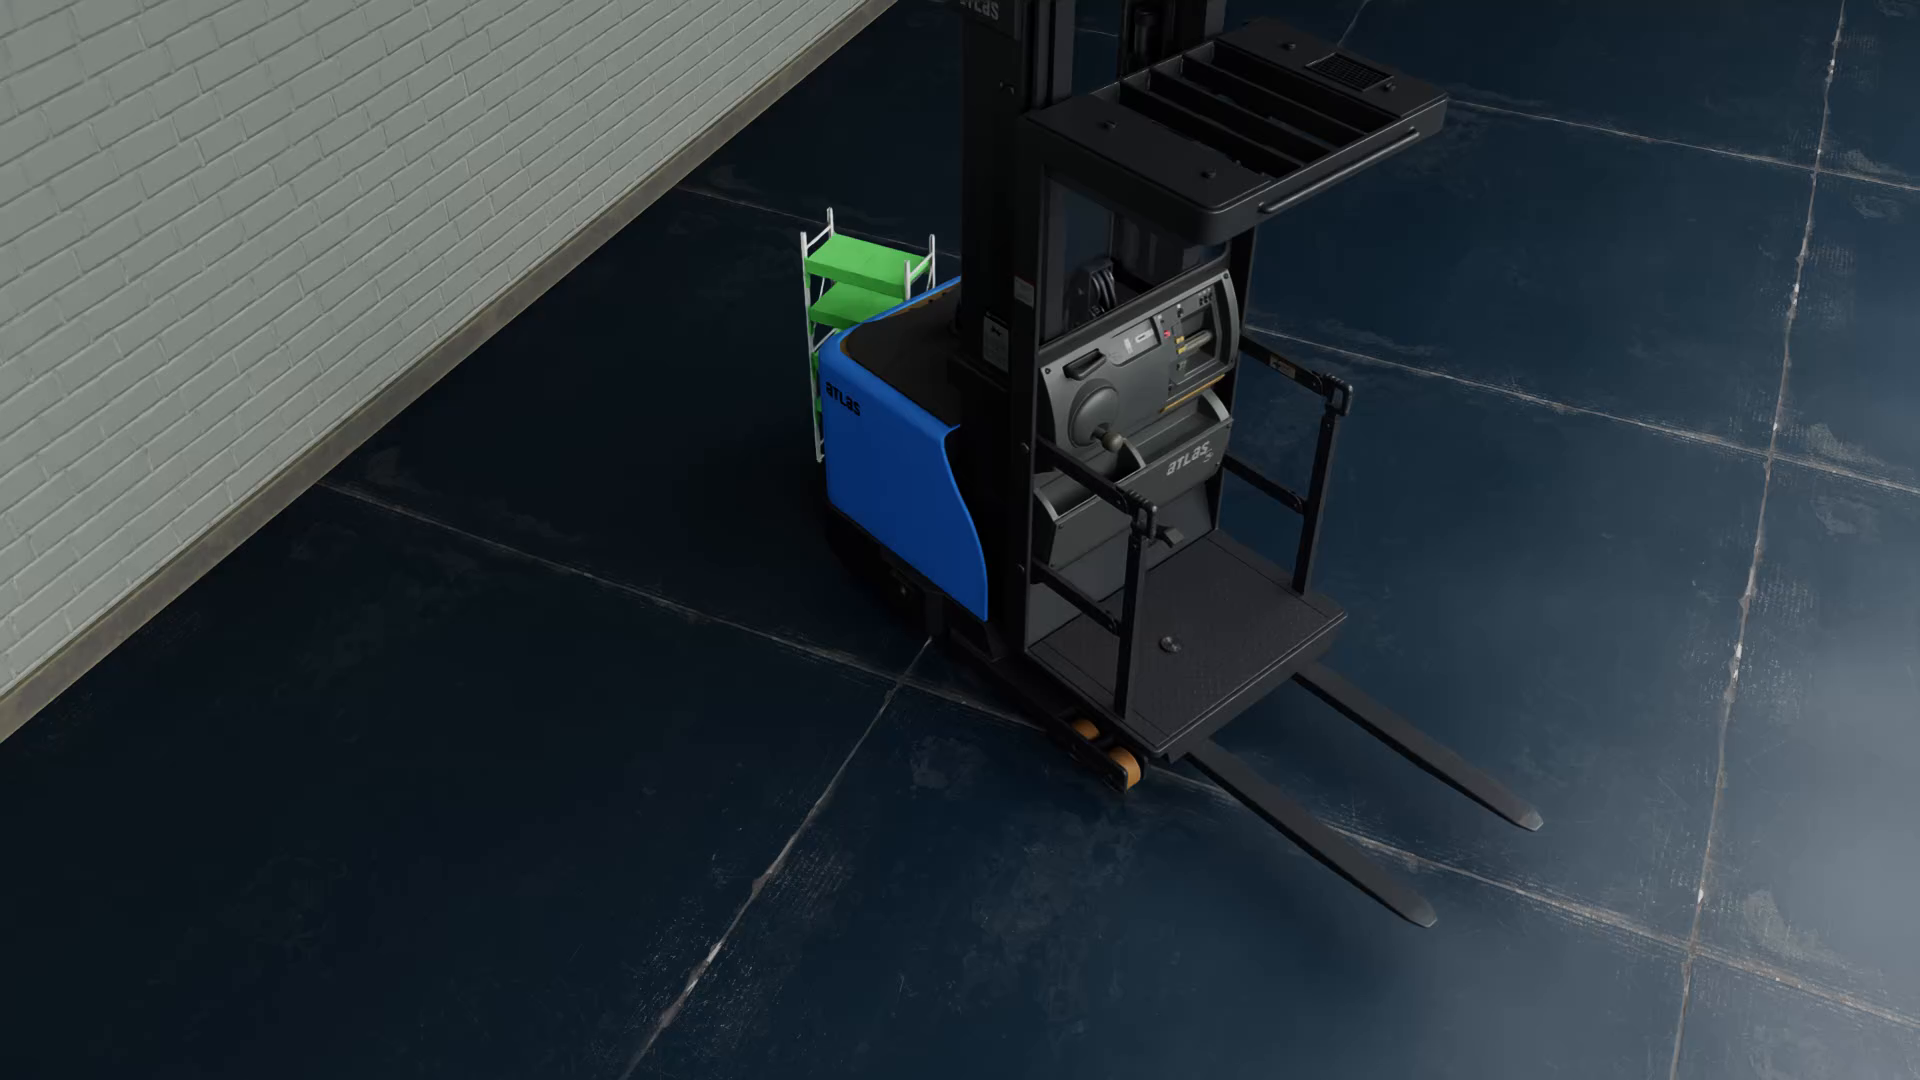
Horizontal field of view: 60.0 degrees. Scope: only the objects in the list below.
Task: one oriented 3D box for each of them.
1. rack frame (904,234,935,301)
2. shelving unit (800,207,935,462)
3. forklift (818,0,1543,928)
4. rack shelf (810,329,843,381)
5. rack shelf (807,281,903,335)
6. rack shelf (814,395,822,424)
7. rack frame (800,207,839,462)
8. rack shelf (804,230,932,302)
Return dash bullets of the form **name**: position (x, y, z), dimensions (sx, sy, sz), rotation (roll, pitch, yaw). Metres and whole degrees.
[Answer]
- **rack frame**: position (-0.166, -0.740, 7.188), dimensions (0.015, 1.200, 0.240), rotation (18, 44, 20)
- **shelving unit**: position (-0.384, -0.812, 7.271), dimensions (0.503, 1.200, 0.258), rotation (18, 44, 20)
- **forklift**: position (0.778, -0.555, 5.653), dimensions (1.130, 2.935, 3.031), rotation (-30, 49, -30)
- **rack shelf**: position (-0.384, -0.764, 7.313), dimensions (0.480, 0.148, 0.258), rotation (18, 44, 20)
- **rack shelf**: position (-0.384, -0.945, 7.156), dimensions (0.480, 0.148, 0.258), rotation (18, 44, 20)
- **rack shelf**: position (-0.384, -0.583, 7.470), dimensions (0.480, 0.148, 0.258), rotation (18, 44, 20)
- **rack frame**: position (-0.601, -0.884, 7.354), dimensions (0.015, 1.200, 0.240), rotation (18, 44, 20)
- **rack shelf**: position (-0.384, -1.127, 6.998), dimensions (0.480, 0.148, 0.258), rotation (18, 44, 20)
